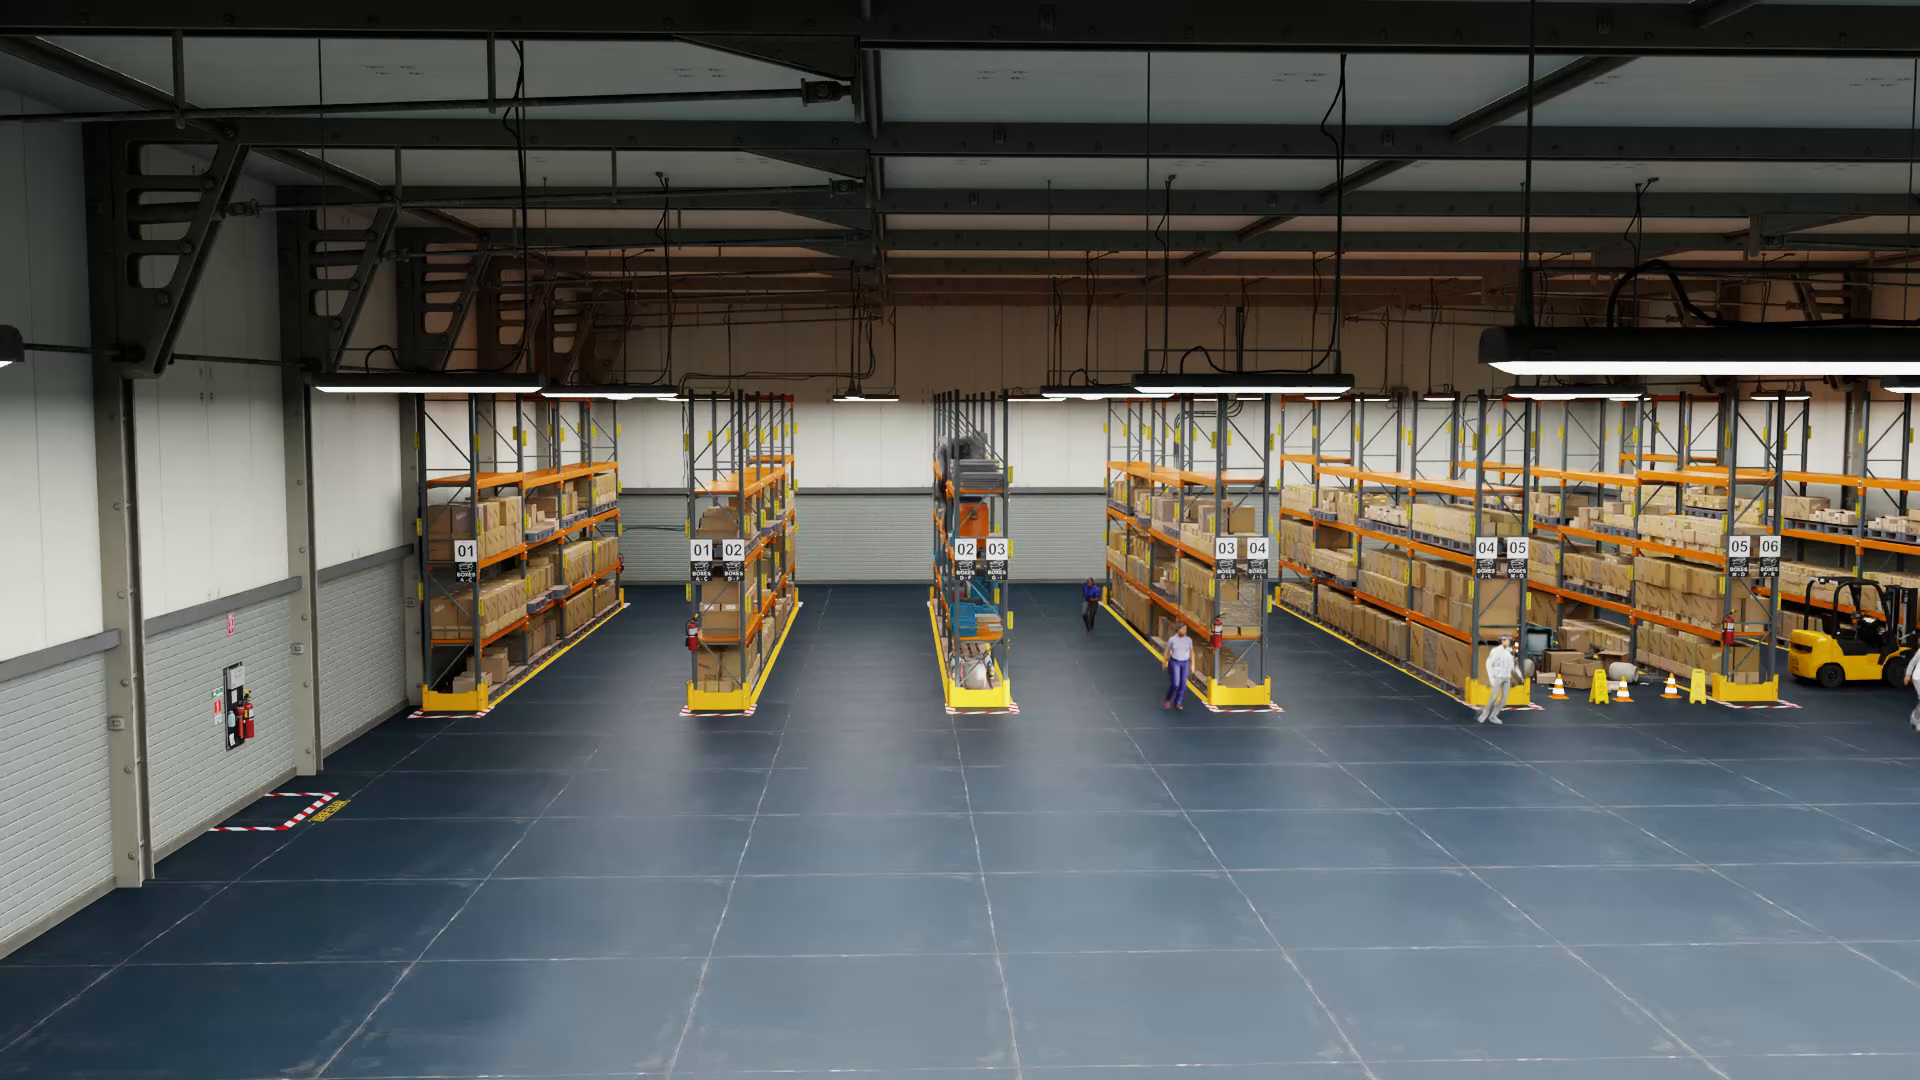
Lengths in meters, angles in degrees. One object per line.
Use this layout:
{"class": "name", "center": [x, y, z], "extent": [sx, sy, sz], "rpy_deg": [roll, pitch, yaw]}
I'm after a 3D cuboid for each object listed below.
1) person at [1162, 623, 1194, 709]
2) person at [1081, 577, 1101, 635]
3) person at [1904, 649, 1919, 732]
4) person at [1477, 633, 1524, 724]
{"class": "person", "center": [4.101, 2.361, 31.119], "extent": [0.558, 1.634, 0.468], "rpy_deg": [-1, 5, -16]}
{"class": "person", "center": [3.264, 1.608, 41.345], "extent": [0.569, 1.437, 1.081], "rpy_deg": [1, 5, 14]}
{"class": "person", "center": [17.059, 2.486, 29.304], "extent": [0.628, 1.722, 0.792], "rpy_deg": [0, 5, -6]}
{"class": "person", "center": [9.680, 2.487, 29.772], "extent": [0.712, 1.663, 0.563], "rpy_deg": [-2, 5, -25]}
